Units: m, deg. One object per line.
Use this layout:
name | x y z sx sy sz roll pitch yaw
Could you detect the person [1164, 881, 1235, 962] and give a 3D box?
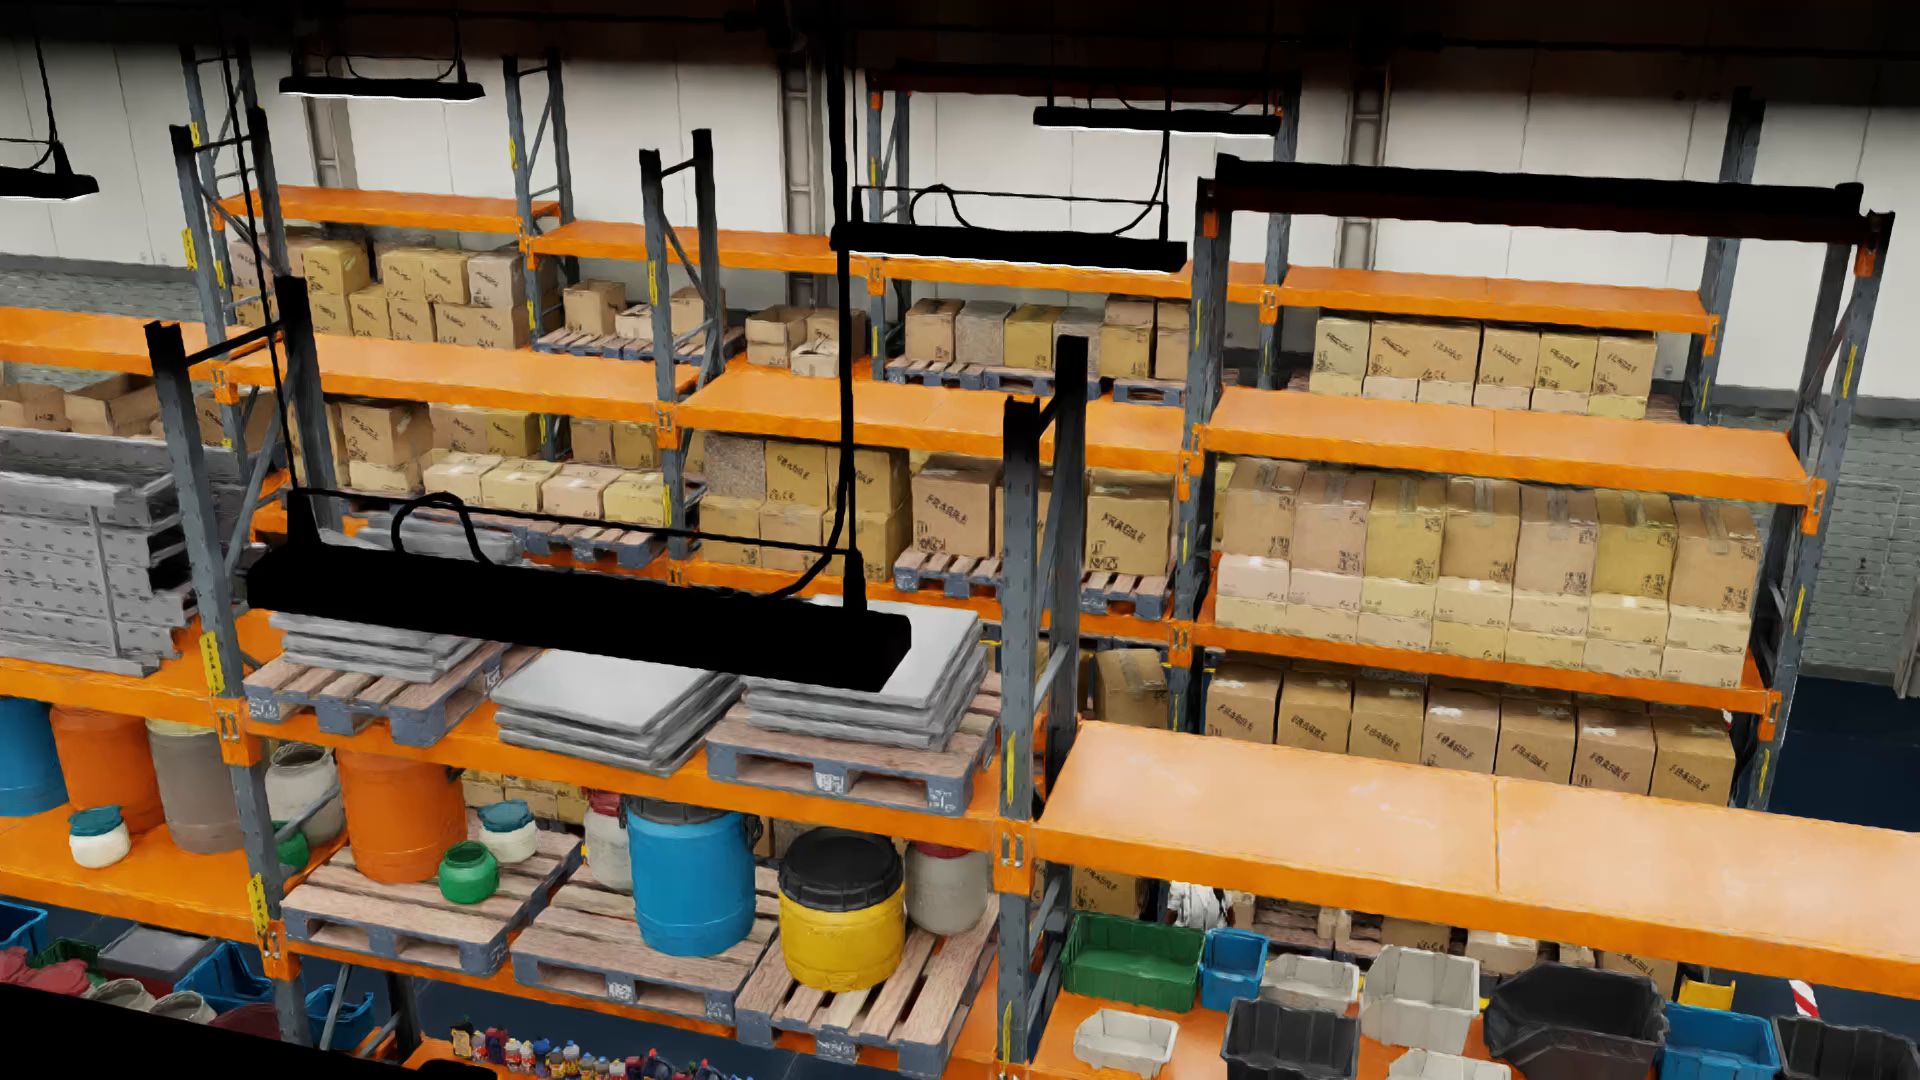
person | 1.668 2.842 11.727 0.540 1.682 0.346 1 23 2
